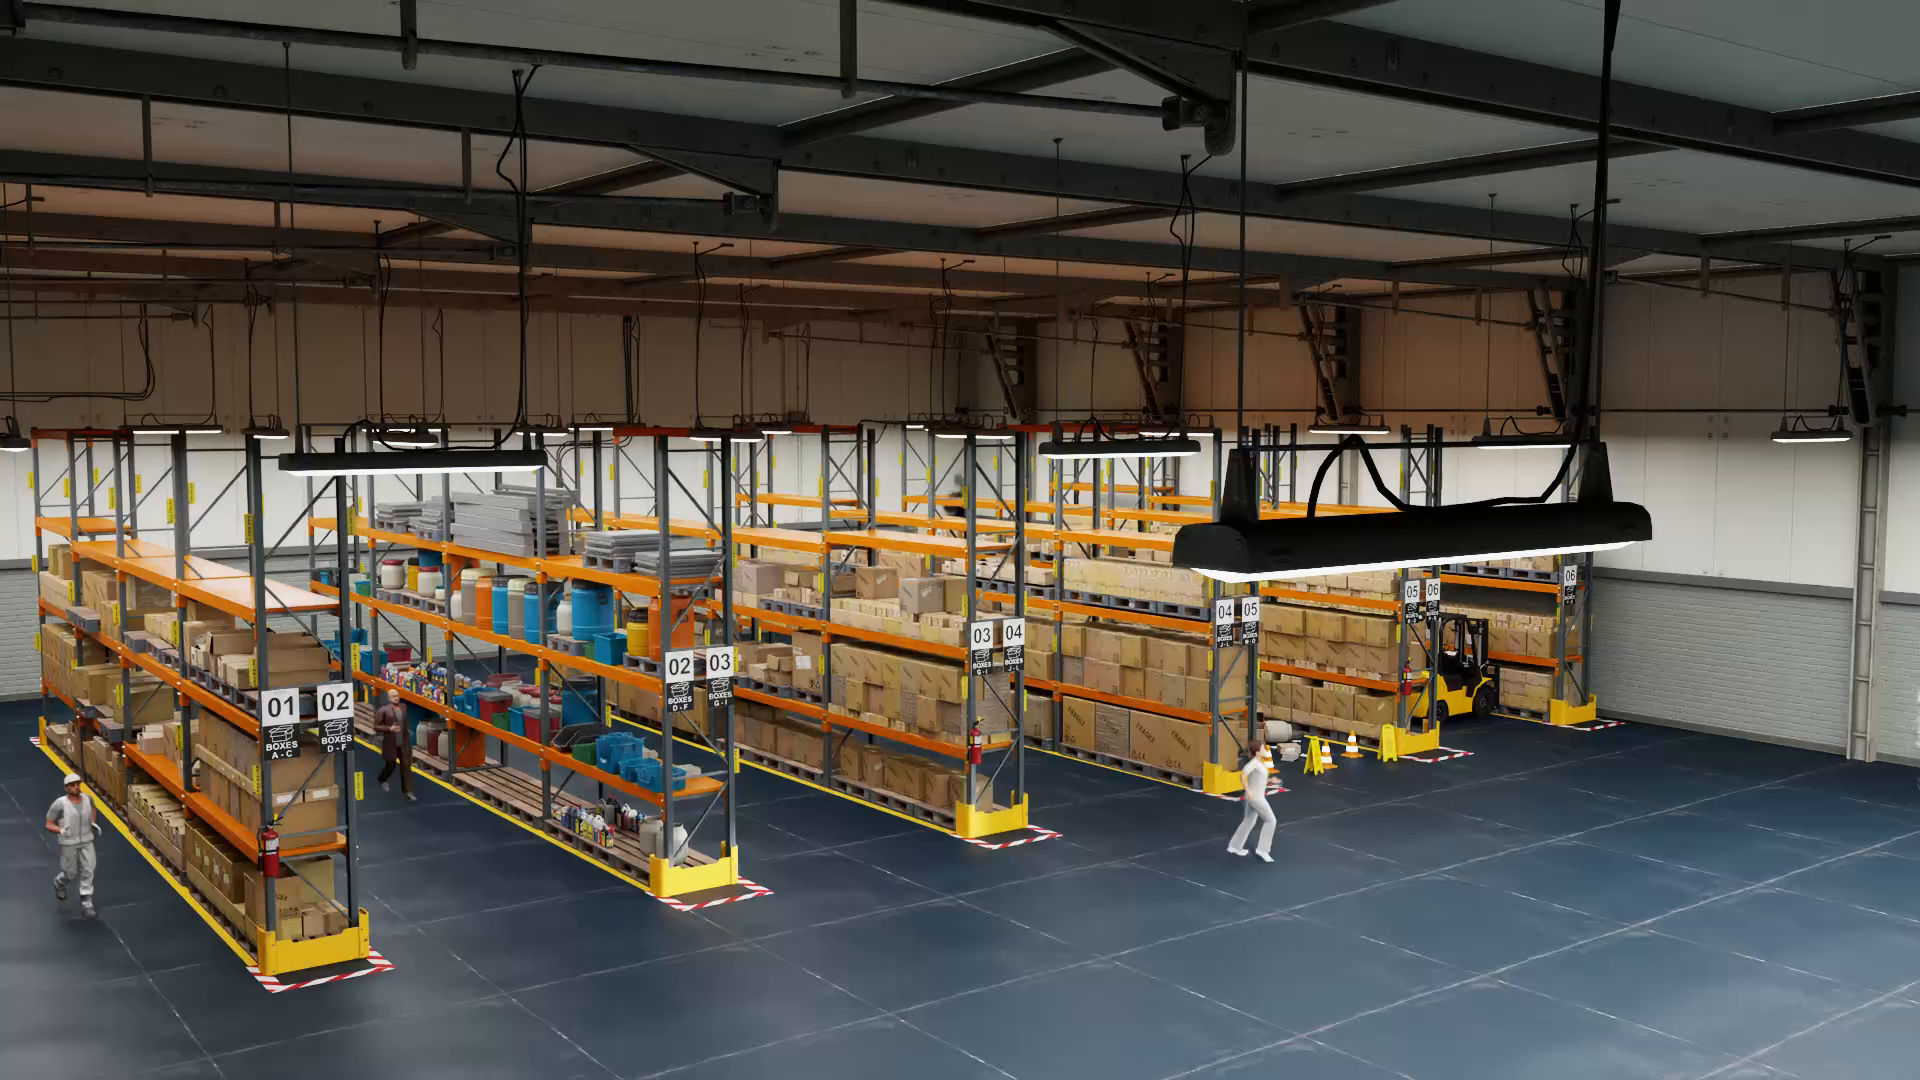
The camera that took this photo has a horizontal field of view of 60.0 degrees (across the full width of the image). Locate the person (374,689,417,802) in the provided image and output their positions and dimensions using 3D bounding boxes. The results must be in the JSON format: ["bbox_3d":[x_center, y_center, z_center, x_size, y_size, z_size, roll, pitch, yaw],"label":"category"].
[{"bbox_3d":[-9.152,3.302,26.943,1.050,1.777,0.708,4,6,44],"label":"person"}]

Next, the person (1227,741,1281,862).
[{"bbox_3d":[4.143,3.673,23.387,0.747,1.721,0.553,0,4,4],"label":"person"}]

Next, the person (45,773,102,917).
[{"bbox_3d":[-11.056,3.796,20.802,0.971,1.768,0.658,4,6,39],"label":"person"}]

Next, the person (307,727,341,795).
[{"bbox_3d":[-10.562,3.271,27.429,0.918,1.786,0.692,4,6,44],"label":"person"}]
